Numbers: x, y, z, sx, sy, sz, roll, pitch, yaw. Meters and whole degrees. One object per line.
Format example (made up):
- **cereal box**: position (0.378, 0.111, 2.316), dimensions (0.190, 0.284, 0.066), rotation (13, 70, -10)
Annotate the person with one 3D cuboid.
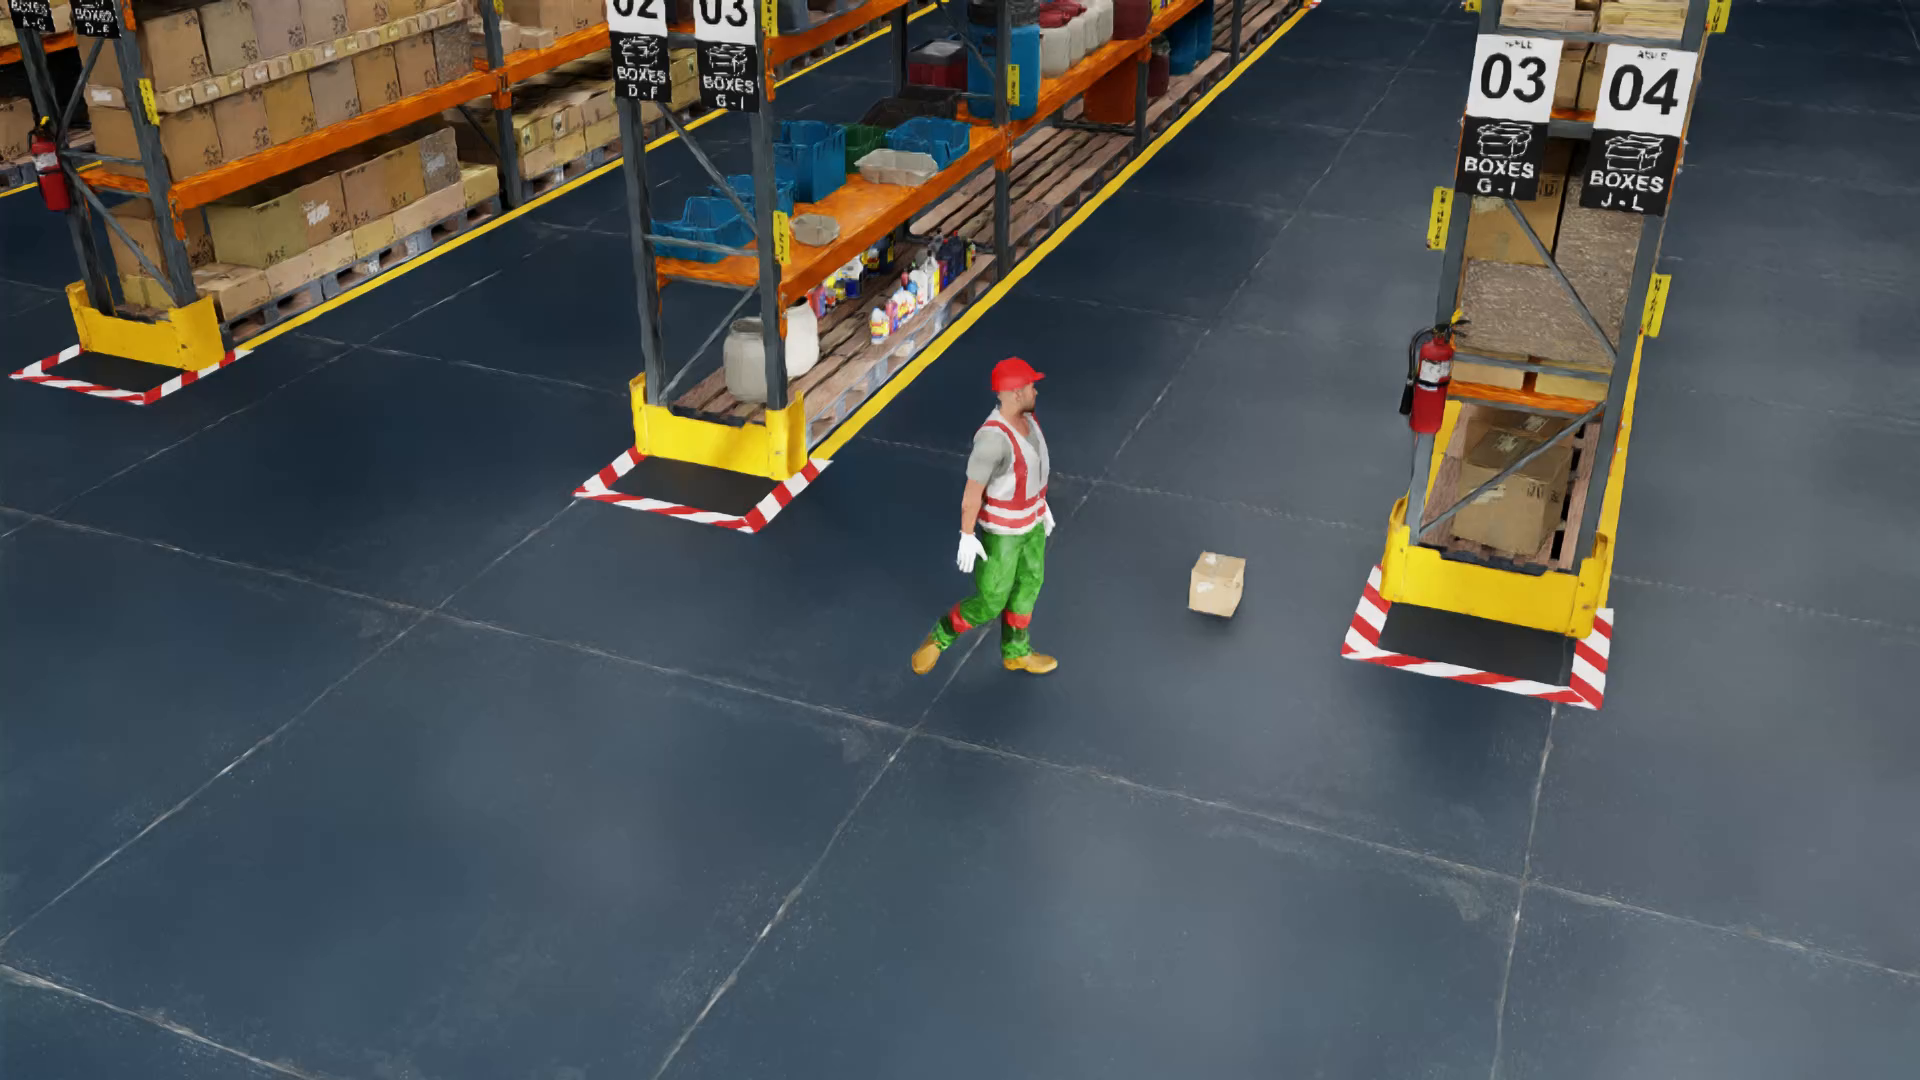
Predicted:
- **person**: position (0.159, -0.074, 8.513), dimensions (0.628, 1.786, 0.737), rotation (16, 33, 26)
